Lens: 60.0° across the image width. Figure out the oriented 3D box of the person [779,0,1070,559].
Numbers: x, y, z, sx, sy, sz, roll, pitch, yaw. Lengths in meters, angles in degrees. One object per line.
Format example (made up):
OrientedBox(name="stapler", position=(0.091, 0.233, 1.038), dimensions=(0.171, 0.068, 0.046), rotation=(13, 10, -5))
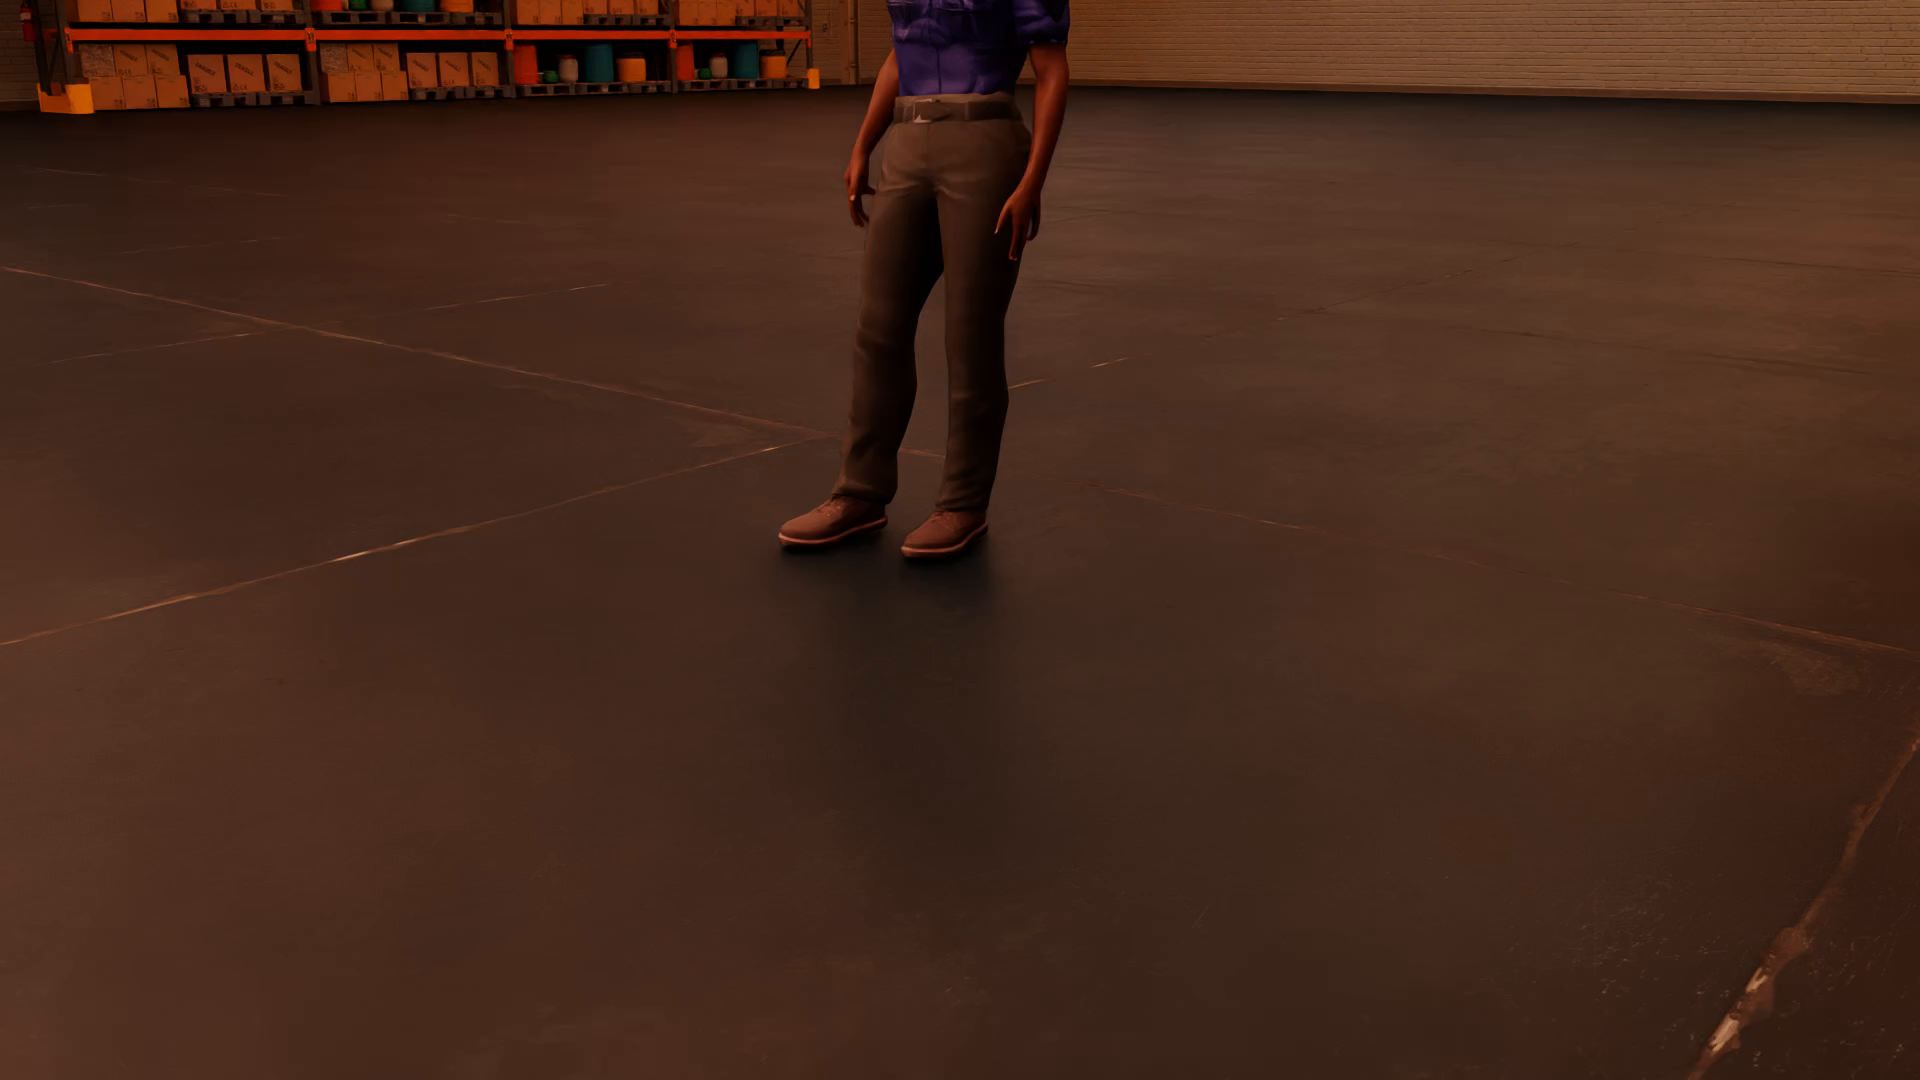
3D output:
OrientedBox(name="person", position=(-0.071, -0.782, 3.647), dimensions=(0.569, 1.654, 0.504), rotation=(13, 21, 37))
